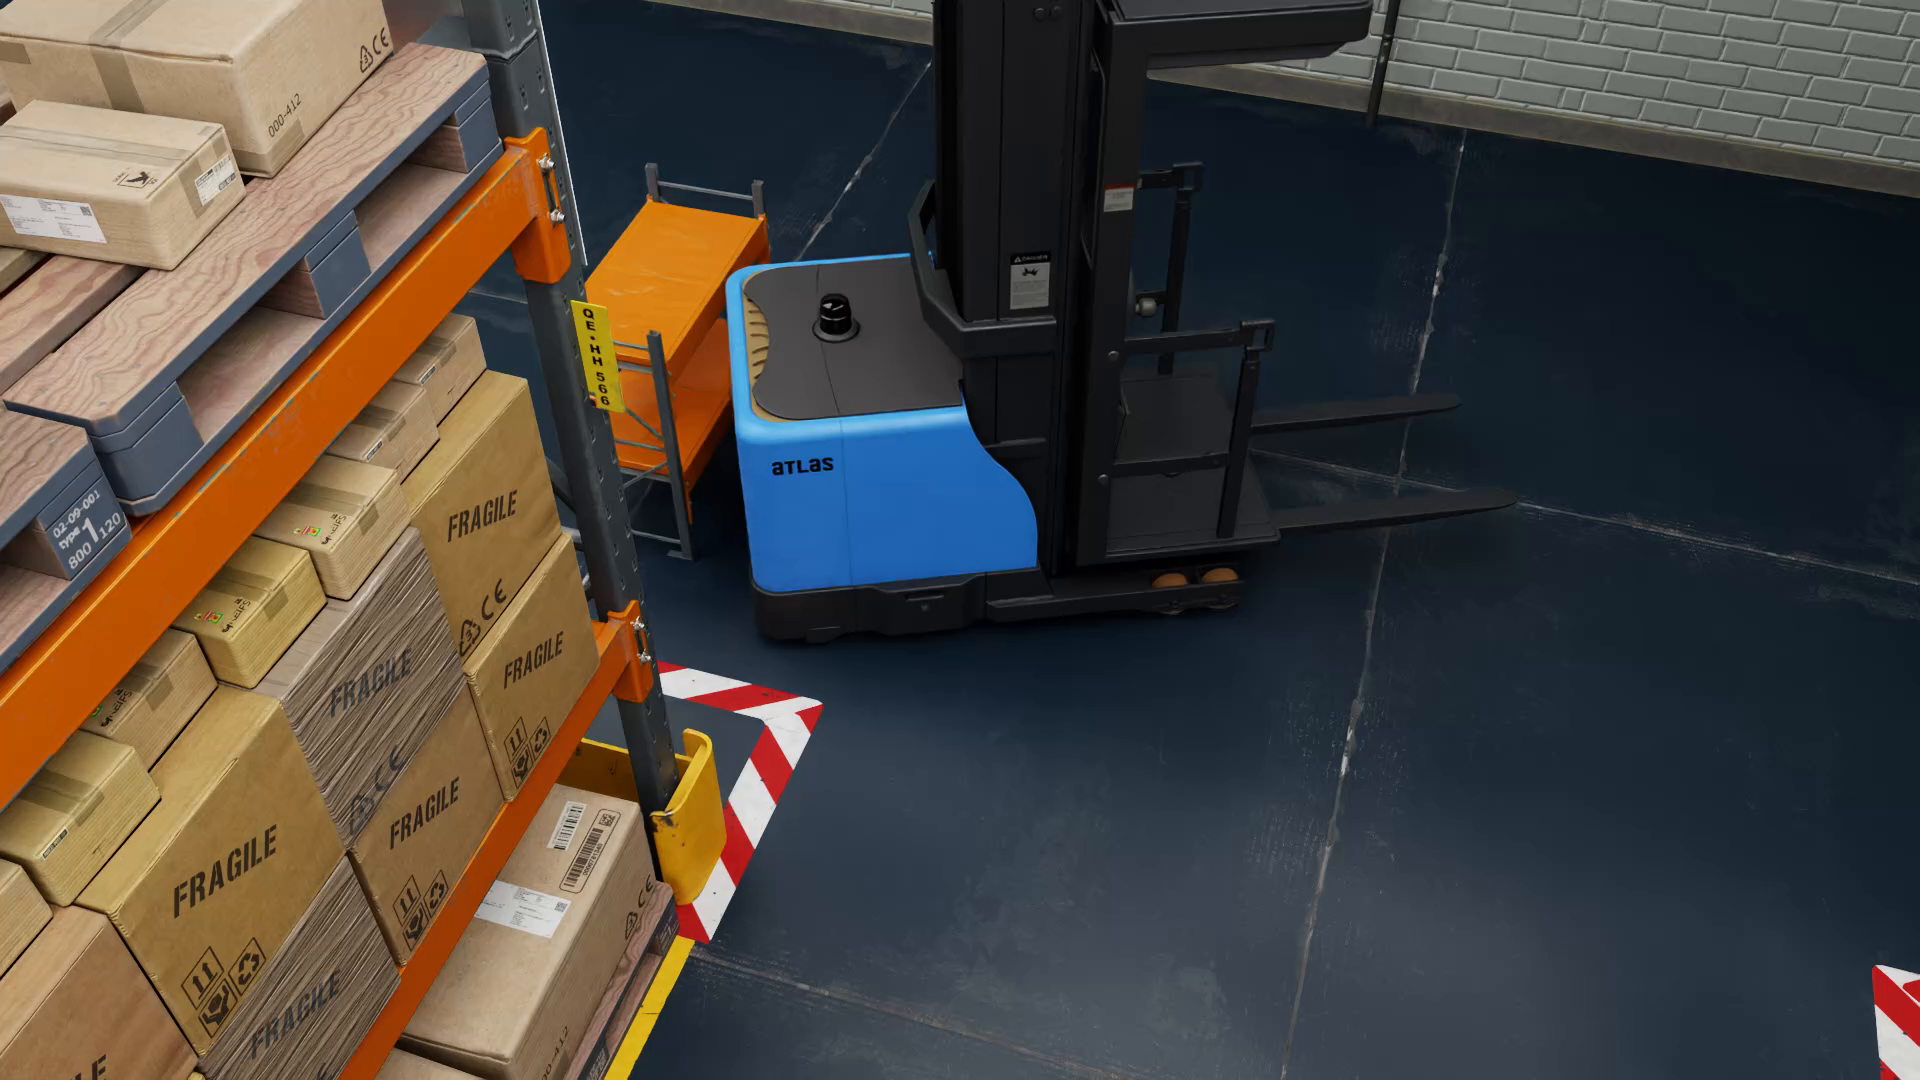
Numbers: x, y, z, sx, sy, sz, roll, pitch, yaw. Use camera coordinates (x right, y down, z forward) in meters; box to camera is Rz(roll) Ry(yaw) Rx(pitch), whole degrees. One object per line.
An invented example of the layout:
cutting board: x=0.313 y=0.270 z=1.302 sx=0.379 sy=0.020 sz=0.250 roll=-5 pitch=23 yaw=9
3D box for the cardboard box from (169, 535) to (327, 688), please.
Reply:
cardboard box: x=-1.484 y=0.110 z=3.243 sx=0.380 sy=0.149 sz=0.250 roll=14 pitch=46 yaw=13

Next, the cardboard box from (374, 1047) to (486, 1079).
cardboard box: x=-1.772 y=1.768 z=4.330 sx=0.875 sy=0.438 sz=0.875 roll=14 pitch=46 yaw=14

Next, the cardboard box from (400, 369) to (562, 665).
cardboard box: x=-1.318 y=-0.092 z=3.913 sx=0.500 sy=0.500 sz=0.500 roll=14 pitch=46 yaw=14

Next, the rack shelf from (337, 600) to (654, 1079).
rack shelf: x=-2.004 y=1.520 z=3.567 sx=1.077 sy=0.370 sz=4.000 roll=13 pitch=46 yaw=13

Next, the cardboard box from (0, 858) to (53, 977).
cardboard box: x=-1.748 y=0.619 z=2.722 sx=0.380 sy=0.149 sz=0.250 roll=14 pitch=46 yaw=14

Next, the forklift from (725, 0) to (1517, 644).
forklift: x=0.663 y=-1.123 z=5.802 sx=3.031 sy=2.935 sz=1.130 roll=-6 pitch=45 yaw=-6

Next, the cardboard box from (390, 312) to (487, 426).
cardboard box: x=-1.316 y=-0.414 z=3.778 sx=0.380 sy=0.149 sz=0.250 roll=13 pitch=46 yaw=13

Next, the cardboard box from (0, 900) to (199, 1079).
cardboard box: x=-1.755 y=0.927 z=2.872 sx=0.500 sy=0.500 sz=0.500 roll=12 pitch=46 yaw=12

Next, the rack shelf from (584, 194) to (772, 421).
rack shelf: x=-1.164 y=-0.927 z=6.474 sx=0.538 sy=0.278 sz=1.000 roll=12 pitch=46 yaw=12

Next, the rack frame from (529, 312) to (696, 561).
rack frame: x=-1.306 y=-0.376 z=6.330 sx=0.500 sy=1.125 sz=0.032 roll=12 pitch=46 yaw=12

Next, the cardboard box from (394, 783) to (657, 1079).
cardboard box: x=-1.503 y=1.156 z=4.955 sx=0.875 sy=0.438 sz=0.875 roll=11 pitch=45 yaw=11

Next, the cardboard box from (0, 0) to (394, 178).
cardboard box: x=-1.449 y=-0.956 z=3.173 sx=0.500 sy=0.250 sz=0.500 roll=9 pitch=45 yaw=9

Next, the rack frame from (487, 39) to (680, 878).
rack frame: x=-1.398 y=-0.070 z=4.677 sx=1.000 sy=3.000 sz=0.127 roll=13 pitch=46 yaw=13

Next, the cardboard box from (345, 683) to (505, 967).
cardboard box: x=-1.459 y=0.603 z=3.918 sx=0.500 sy=0.500 sz=0.500 roll=12 pitch=46 yaw=12

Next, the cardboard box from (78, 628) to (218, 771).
cardboard box: x=-1.630 y=0.269 z=3.080 sx=0.380 sy=0.149 sz=0.250 roll=12 pitch=46 yaw=12

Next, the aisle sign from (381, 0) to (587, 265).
aisle sign: x=-1.081 y=-0.982 z=3.750 sx=0.394 sy=0.787 sz=0.004 roll=13 pitch=46 yaw=13

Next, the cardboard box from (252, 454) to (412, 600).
cardboard box: x=-1.368 y=-0.050 z=3.406 sx=0.380 sy=0.149 sz=0.250 roll=12 pitch=46 yaw=12

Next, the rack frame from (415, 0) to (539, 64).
rack frame: x=-1.398 y=-2.215 z=2.579 sx=1.000 sy=3.000 sz=0.127 roll=13 pitch=46 yaw=13

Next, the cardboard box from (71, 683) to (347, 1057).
cardboard box: x=-1.601 y=0.592 z=3.214 sx=0.500 sy=0.500 sz=0.500 roll=12 pitch=46 yaw=12

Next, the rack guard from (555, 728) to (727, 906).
rack guard: x=-1.391 y=0.807 z=5.568 sx=1.175 sy=0.500 sz=0.348 roll=13 pitch=46 yaw=13

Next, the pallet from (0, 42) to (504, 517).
pallet: x=-1.613 y=-0.614 z=3.152 sx=1.003 sy=0.211 sz=1.213 roll=13 pitch=46 yaw=13

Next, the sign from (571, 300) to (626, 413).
sign: x=-0.885 y=-0.445 z=4.063 sx=0.100 sy=0.325 sz=0.005 roll=13 pitch=46 yaw=13

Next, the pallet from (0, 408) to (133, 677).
pallet: x=-1.981 y=0.202 z=2.318 sx=1.003 sy=0.211 sz=1.213 roll=13 pitch=46 yaw=13

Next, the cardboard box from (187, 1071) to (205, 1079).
cardboard box: x=-1.749 y=1.295 z=3.211 sx=0.500 sy=0.500 sz=0.500 roll=14 pitch=46 yaw=14

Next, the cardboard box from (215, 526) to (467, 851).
cardboard box: x=-1.448 y=0.263 z=3.550 sx=0.500 sy=0.500 sz=0.500 roll=13 pitch=46 yaw=13

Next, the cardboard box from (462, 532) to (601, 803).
cardboard box: x=-1.292 y=0.271 z=4.256 sx=0.500 sy=0.500 sz=0.500 roll=13 pitch=46 yaw=13

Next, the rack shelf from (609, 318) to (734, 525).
rack shelf: x=-1.164 y=-0.543 z=6.850 sx=0.538 sy=0.278 sz=1.000 roll=12 pitch=46 yaw=12

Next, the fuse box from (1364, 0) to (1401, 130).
fuse box: x=2.245 y=-2.831 z=8.420 sx=0.539 sy=1.711 sz=0.414 roll=13 pitch=46 yaw=13

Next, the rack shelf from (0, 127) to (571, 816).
rack shelf: x=-2.004 y=0.448 z=2.517 sx=1.077 sy=0.370 sz=4.000 roll=13 pitch=46 yaw=13

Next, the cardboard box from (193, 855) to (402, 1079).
cardboard box: x=-1.605 y=0.948 z=3.565 sx=0.500 sy=0.500 sz=0.500 roll=14 pitch=46 yaw=14

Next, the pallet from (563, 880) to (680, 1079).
pallet: x=-1.566 y=1.476 z=5.091 sx=1.003 sy=0.211 sz=1.213 roll=13 pitch=46 yaw=13

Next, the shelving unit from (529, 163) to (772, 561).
shelving unit: x=-1.164 y=-0.717 z=6.679 sx=0.538 sy=1.125 sz=1.048 roll=12 pitch=46 yaw=12

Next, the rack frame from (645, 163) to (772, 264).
rack frame: x=-1.022 y=-1.059 z=7.028 sx=0.500 sy=1.125 sz=0.032 roll=12 pitch=46 yaw=12

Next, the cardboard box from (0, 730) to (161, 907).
cardboard box: x=-1.650 y=0.448 z=2.897 sx=0.380 sy=0.149 sz=0.250 roll=14 pitch=46 yaw=13

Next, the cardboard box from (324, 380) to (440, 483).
cardboard box: x=-1.370 y=-0.239 z=3.600 sx=0.380 sy=0.149 sz=0.250 roll=13 pitch=46 yaw=13

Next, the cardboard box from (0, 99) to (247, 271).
cardboard box: x=-1.500 y=-0.623 z=2.905 sx=0.380 sy=0.149 sz=0.250 roll=9 pitch=45 yaw=9
